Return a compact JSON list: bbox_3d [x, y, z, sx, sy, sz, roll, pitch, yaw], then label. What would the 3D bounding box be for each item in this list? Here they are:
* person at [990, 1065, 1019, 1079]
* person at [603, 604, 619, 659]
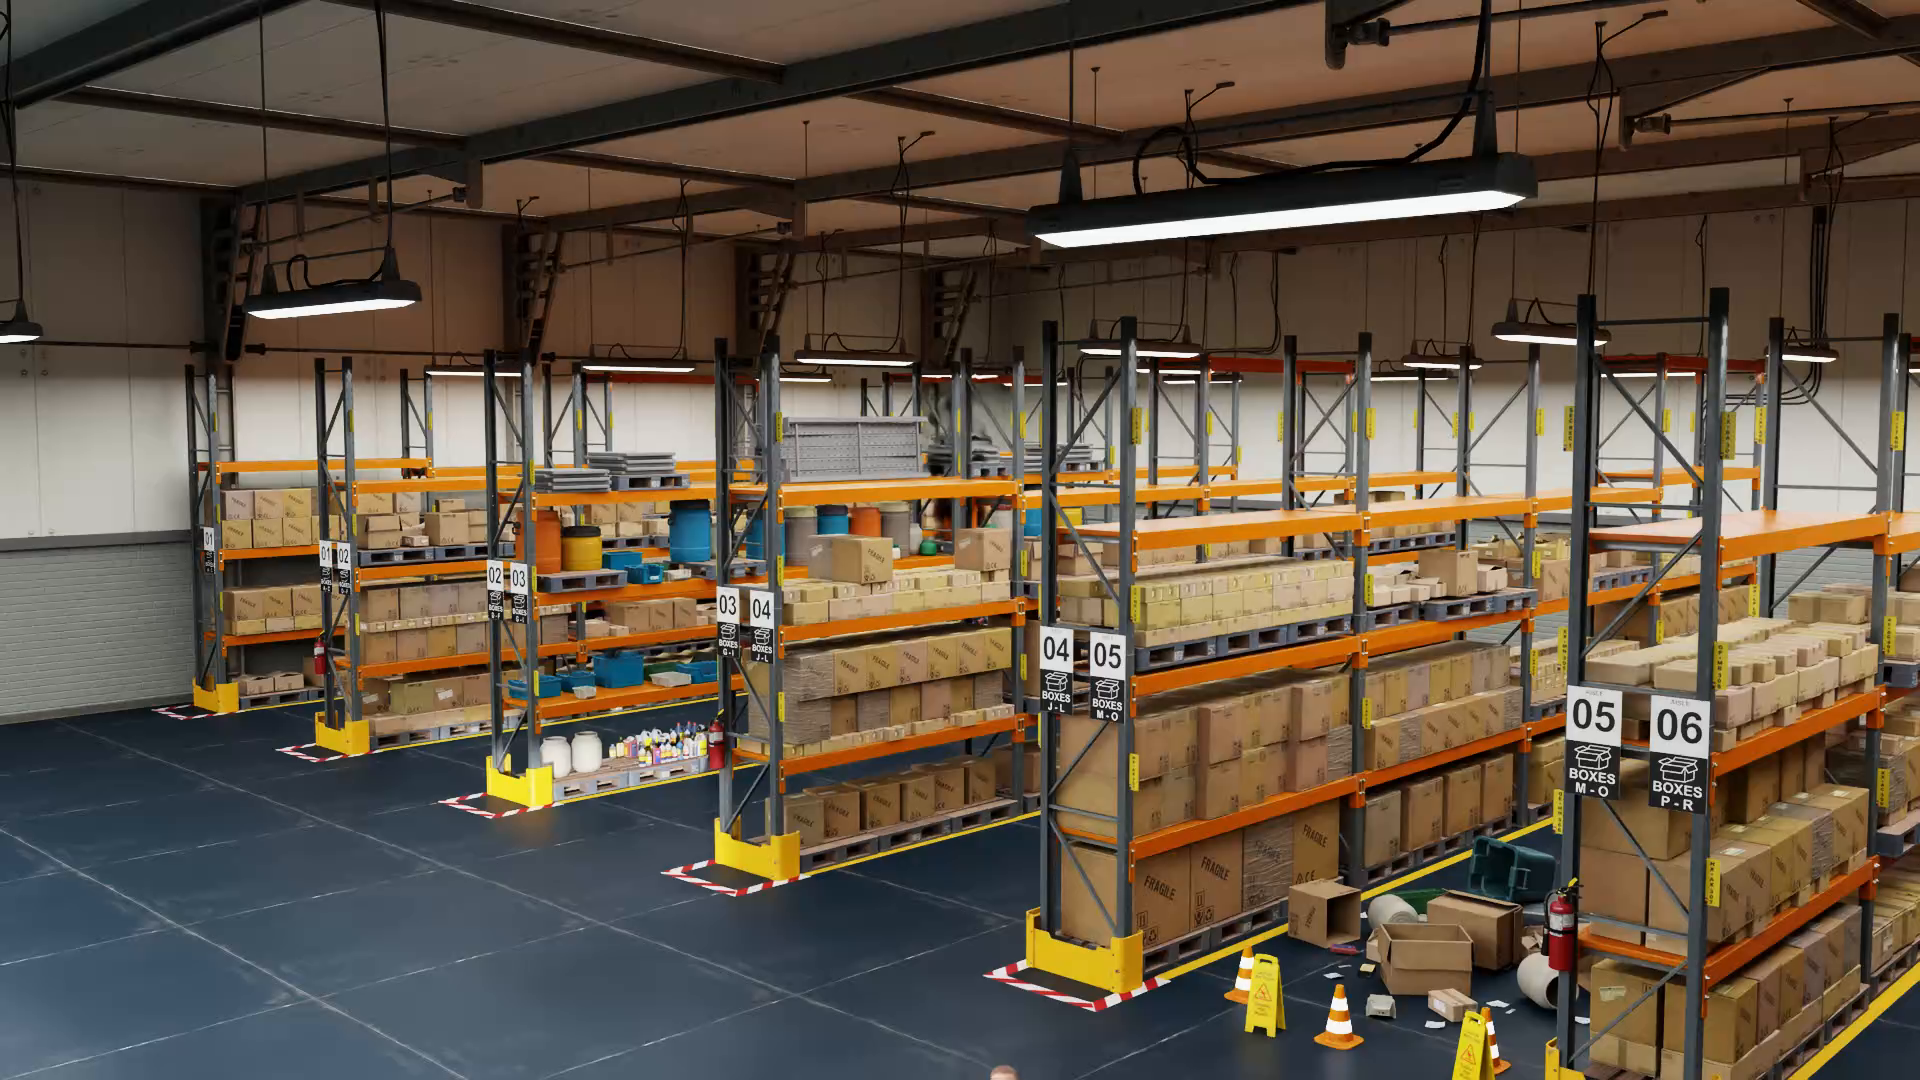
[{"bbox_3d":[0.242,3.650,8.882,0.641,1.751,0.790,0,4,6],"label":"person"},{"bbox_3d":[-6.591,1.979,31.606,0.534,1.558,0.553,-4,6,-44],"label":"person"}]
